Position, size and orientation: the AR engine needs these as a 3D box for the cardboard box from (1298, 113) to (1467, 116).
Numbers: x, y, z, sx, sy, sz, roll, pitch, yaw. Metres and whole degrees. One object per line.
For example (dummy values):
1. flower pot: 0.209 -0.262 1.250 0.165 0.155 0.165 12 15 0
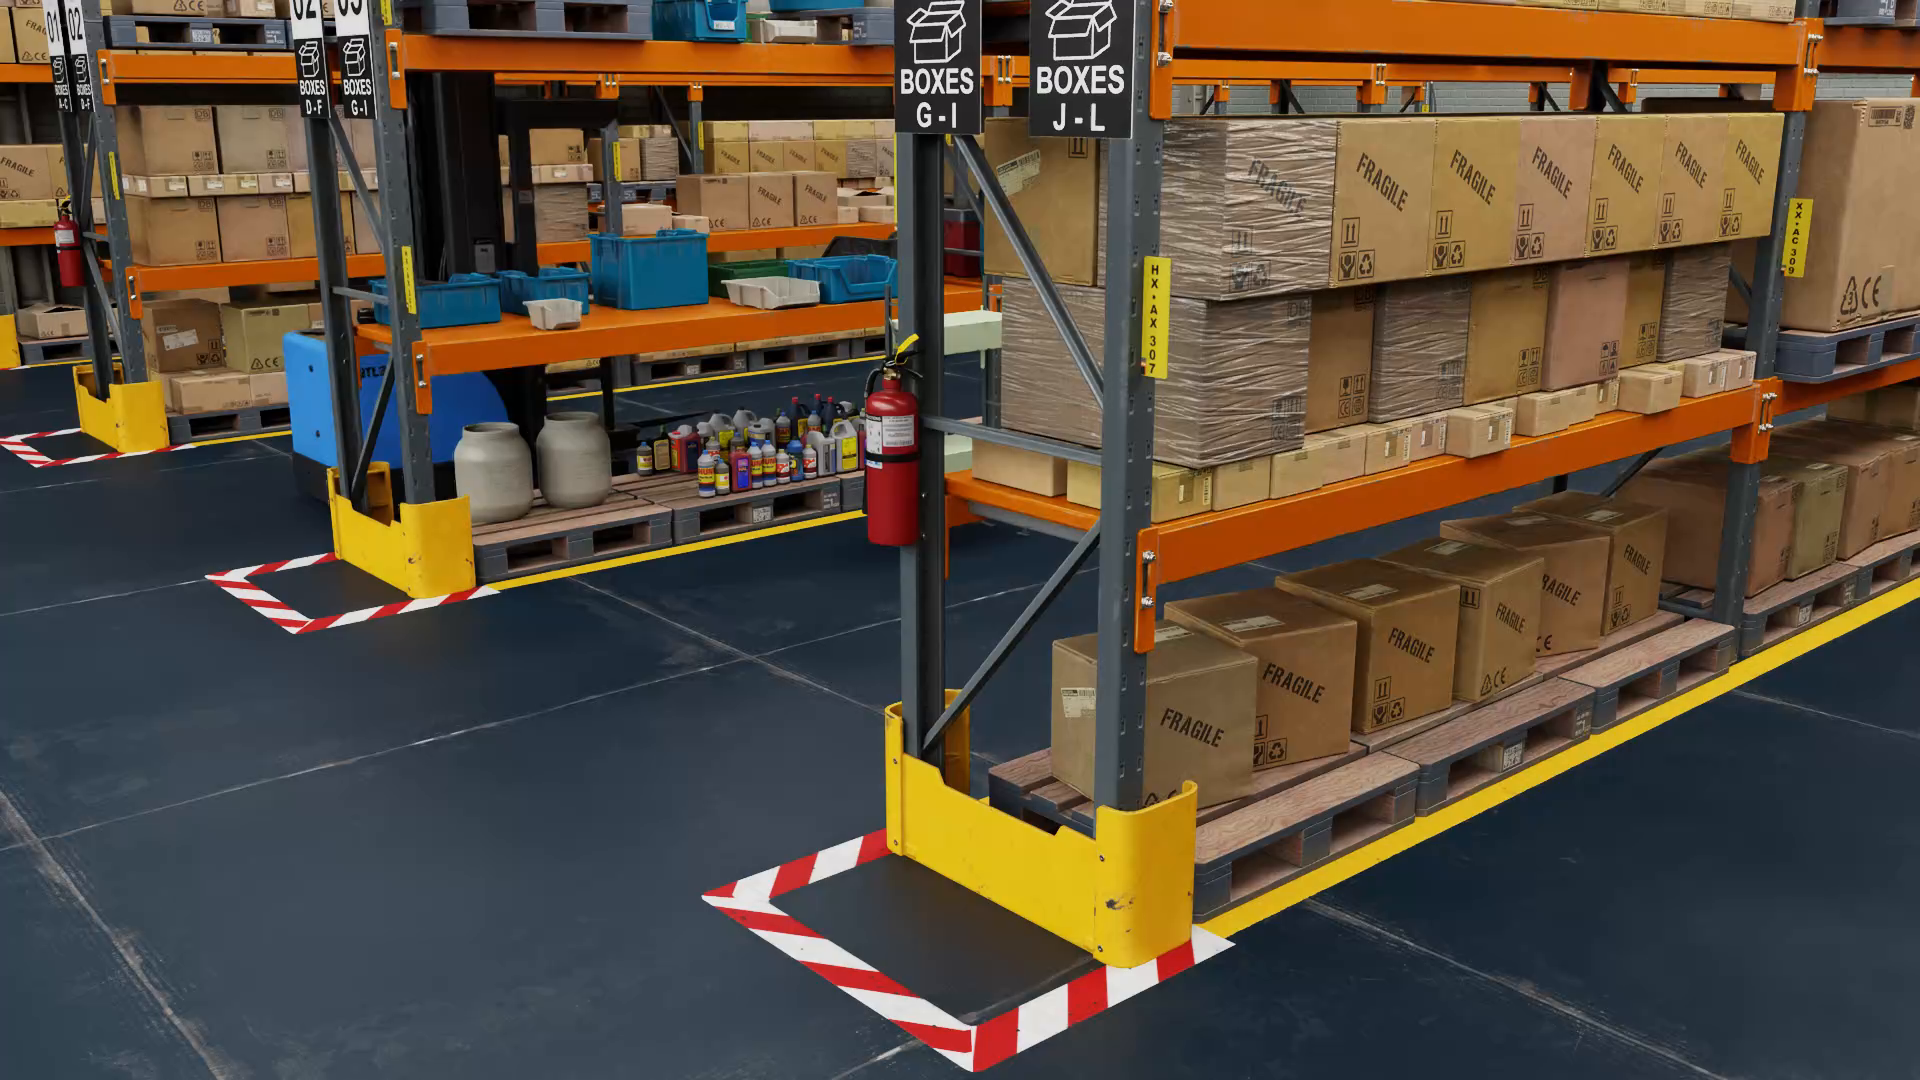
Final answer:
1. cardboard box: 1.562 -1.363 6.332 0.500 0.500 0.500 -13 19 -39

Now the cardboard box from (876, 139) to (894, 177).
1. cardboard box: -1.089 -5.205 22.615 0.500 0.500 0.500 -12 19 -39

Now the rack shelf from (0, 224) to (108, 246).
1. rack shelf: -8.072 -3.178 17.227 4.000 0.370 1.077 -13 19 -39

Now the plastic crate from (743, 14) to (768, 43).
1. plastic crate: -1.429 -3.068 10.020 0.450 0.188 0.336 -13 19 -39

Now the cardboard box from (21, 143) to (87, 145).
1. cardboard box: -8.978 -3.690 16.552 0.500 0.500 0.500 -12 19 -39

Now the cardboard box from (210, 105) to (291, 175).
1. cardboard box: -5.532 -3.073 12.735 0.500 0.500 0.700 -13 20 -41

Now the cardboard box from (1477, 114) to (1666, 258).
1. cardboard box: 2.279 -1.347 6.272 0.500 0.500 0.500 -13 19 -39

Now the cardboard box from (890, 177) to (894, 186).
1. cardboard box: -0.997 -4.913 22.777 0.250 0.149 0.380 -12 19 -38

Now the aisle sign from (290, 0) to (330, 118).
1. aisle sign: -3.326 -2.559 8.481 0.004 0.787 0.394 -13 19 -39

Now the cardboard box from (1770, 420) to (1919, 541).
1. cardboard box: 4.884 -0.342 9.210 0.500 0.500 0.700 -11 18 -35

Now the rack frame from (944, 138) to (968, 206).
1. rack frame: -0.291 -3.578 17.332 0.127 3.000 1.000 -13 19 -39

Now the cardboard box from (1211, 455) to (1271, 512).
1. cardboard box: 0.747 -0.212 5.220 0.250 0.149 0.380 -13 19 -39

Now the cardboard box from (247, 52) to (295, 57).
1. cardboard box: -7.172 -5.154 17.188 0.500 0.500 0.500 14 20 42

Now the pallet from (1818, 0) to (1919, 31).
1. pallet: 3.727 -2.413 7.523 1.003 0.211 1.213 -13 19 -39

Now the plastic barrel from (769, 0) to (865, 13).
1. plastic barrel: -0.881 -3.682 10.123 0.708 0.901 0.600 -13 19 -39

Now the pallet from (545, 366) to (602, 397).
1. pallet: -3.936 -1.426 14.681 1.213 0.211 1.003 -13 19 -39

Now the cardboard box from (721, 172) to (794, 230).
1. cardboard box: -1.943 -3.249 15.909 0.500 0.500 0.500 -13 19 -39

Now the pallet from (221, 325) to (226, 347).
1. pallet: -7.967 -2.188 17.533 1.213 0.211 1.003 -13 19 -39

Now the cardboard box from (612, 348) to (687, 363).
1. cardboard box: -2.841 -1.795 15.171 0.500 0.250 0.500 -13 20 -41

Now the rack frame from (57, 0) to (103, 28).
1. rack frame: -6.326 -5.121 11.484 0.127 3.000 1.000 -13 19 -39

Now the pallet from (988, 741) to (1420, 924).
1. pallet: 0.868 0.910 5.933 1.213 0.211 1.003 -13 19 -39

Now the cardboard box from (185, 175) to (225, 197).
1. cardboard box: -5.691 -2.654 12.423 0.250 0.149 0.380 -13 20 -41

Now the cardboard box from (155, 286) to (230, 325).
1. cardboard box: -7.983 -2.502 17.295 0.500 0.500 0.700 -14 21 -43

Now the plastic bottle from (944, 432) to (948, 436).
1. plastic bottle: -0.129 -0.674 11.029 0.097 0.201 0.097 0 15 0

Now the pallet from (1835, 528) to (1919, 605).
1. pallet: 4.699 0.036 9.205 1.213 0.211 1.003 -13 19 -39

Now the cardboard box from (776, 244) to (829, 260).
1. cardboard box: -2.240 -3.952 22.085 0.750 0.750 0.750 -13 20 -40

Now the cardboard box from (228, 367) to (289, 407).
1. cardboard box: -5.400 -1.230 13.056 0.500 0.250 0.500 -13 19 -39

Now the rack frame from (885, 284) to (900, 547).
1. rack frame: -0.281 -0.661 9.320 0.023 1.500 0.400 -13 19 -39

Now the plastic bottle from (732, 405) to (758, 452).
1. plastic bottle: -1.404 -0.708 10.869 0.185 0.351 0.144 -13 20 -40

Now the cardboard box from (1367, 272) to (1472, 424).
1. cardboard box: 1.311 -0.758 6.003 0.500 0.500 0.875 -13 19 -39

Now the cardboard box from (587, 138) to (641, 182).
1. cardboard box: -4.297 -4.621 20.190 0.700 0.500 0.500 14 20 42

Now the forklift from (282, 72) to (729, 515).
1. forklift: -2.858 -1.853 11.009 3.031 2.935 1.130 -12 19 -39

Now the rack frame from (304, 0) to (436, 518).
1. rack frame: -3.077 -1.258 8.646 0.127 3.000 1.000 -13 19 -39

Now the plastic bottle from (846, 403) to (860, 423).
1. plastic bottle: -0.743 -0.786 11.291 0.133 0.283 0.061 -13 19 -39

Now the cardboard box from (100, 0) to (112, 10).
1. cardboard box: -8.340 -5.359 16.016 0.500 0.500 0.500 -12 19 -38

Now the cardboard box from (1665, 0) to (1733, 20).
1. cardboard box: 2.618 -2.133 6.402 0.500 0.250 0.500 -12 19 -38

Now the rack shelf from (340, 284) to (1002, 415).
1. rack shelf: -1.568 -1.249 10.007 4.000 0.370 1.077 -13 19 -39

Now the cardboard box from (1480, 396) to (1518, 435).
1. cardboard box: 1.842 -0.477 6.211 0.250 0.149 0.380 -13 19 -39

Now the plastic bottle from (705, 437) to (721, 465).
1. plastic bottle: -1.571 -0.554 10.583 0.097 0.201 0.097 0 15 0

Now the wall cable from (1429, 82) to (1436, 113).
1. wall cable: 6.991 -8.183 28.966 0.112 2.526 3.097 -13 19 -39

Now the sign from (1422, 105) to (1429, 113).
1. sign: 6.093 -5.534 21.798 0.005 0.325 0.100 -13 19 -39

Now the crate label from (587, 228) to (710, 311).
1. crate label: -1.866 -1.639 10.005 0.616 0.435 0.502 -13 19 -39

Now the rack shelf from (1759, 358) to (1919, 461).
1. rack shelf: 4.700 -0.962 8.934 4.000 0.370 1.077 -13 19 -39

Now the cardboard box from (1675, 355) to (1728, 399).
1. cardboard box: 3.028 -0.715 7.103 0.250 0.149 0.380 -13 19 -39

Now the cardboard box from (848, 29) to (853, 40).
1. cardboard box: -0.980 -4.977 16.235 0.500 0.250 0.500 -12 19 -38

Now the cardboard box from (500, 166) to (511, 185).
1. cardboard box: -3.954 -3.043 13.879 0.250 0.149 0.380 -13 20 -39

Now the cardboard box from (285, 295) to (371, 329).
1. cardboard box: -5.031 -1.679 13.285 0.500 0.500 0.500 -13 19 -39

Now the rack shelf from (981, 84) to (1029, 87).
1. rack shelf: 0.981 -6.660 24.451 4.000 0.370 1.077 -13 19 -39

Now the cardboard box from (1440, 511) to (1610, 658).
1. cardboard box: 2.437 0.192 7.248 0.500 0.500 0.500 -6 16 -22

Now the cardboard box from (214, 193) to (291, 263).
1. cardboard box: -5.572 -2.437 12.868 0.500 0.500 0.700 -12 19 -38

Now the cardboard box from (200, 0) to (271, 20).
1. cardboard box: -5.630 -4.116 12.740 0.500 0.250 0.500 -13 19 -39

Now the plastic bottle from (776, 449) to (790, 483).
1. plastic bottle: -1.096 -0.456 10.216 0.097 0.201 0.097 0 15 0

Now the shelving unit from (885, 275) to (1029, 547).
1. shelving unit: -0.005 -0.723 9.552 0.755 1.500 0.431 -13 19 -39

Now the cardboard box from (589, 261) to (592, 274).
1. cardboard box: -4.519 -3.350 20.469 0.500 0.500 0.700 -13 20 -39
